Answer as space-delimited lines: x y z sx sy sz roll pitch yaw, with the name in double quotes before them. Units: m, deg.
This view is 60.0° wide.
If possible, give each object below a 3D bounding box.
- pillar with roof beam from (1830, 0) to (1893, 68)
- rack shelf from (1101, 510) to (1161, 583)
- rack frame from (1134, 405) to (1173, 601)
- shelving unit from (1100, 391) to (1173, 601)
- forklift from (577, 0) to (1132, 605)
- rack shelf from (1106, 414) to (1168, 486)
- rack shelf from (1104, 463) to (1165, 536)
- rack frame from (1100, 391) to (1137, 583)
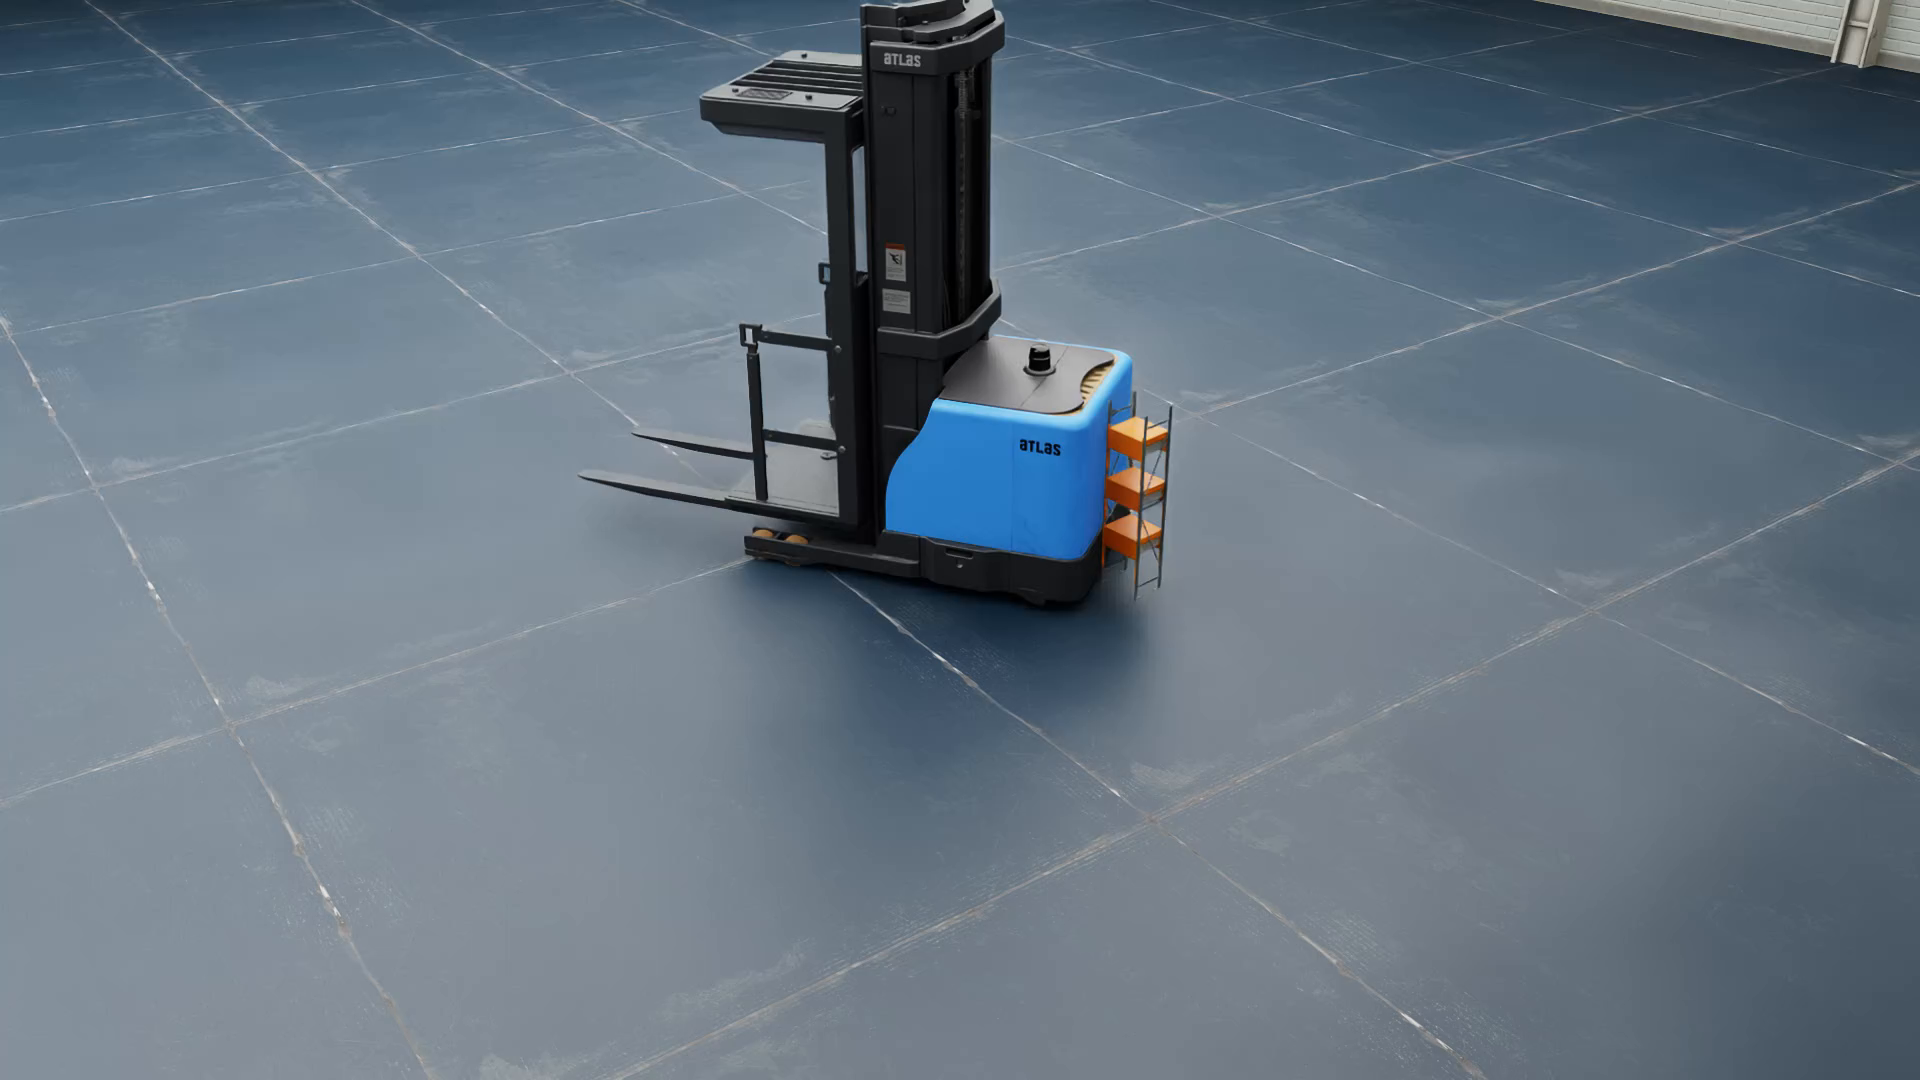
"pillar with roof beam" 7.019 -8.381 15.252 9.100 9.000 0.400 -19 34 -31
"rack shelf" 0.902 0.033 8.693 0.215 0.259 0.240 -23 36 -36
"rack frame" 0.983 -0.177 8.476 0.200 1.050 0.008 -23 36 -36
"shelving unit" 0.902 -0.220 8.556 0.215 1.050 0.252 -23 36 -36
"forklift" -0.643 -1.370 8.702 3.031 2.935 1.130 10 30 17
"rack shelf" 0.902 -0.461 8.425 0.215 0.259 0.240 -23 36 -36
"rack shelf" 0.902 -0.211 8.561 0.215 0.259 0.240 -23 36 -36
"rack frame" 0.821 -0.264 8.636 0.200 1.050 0.008 -23 36 -36
